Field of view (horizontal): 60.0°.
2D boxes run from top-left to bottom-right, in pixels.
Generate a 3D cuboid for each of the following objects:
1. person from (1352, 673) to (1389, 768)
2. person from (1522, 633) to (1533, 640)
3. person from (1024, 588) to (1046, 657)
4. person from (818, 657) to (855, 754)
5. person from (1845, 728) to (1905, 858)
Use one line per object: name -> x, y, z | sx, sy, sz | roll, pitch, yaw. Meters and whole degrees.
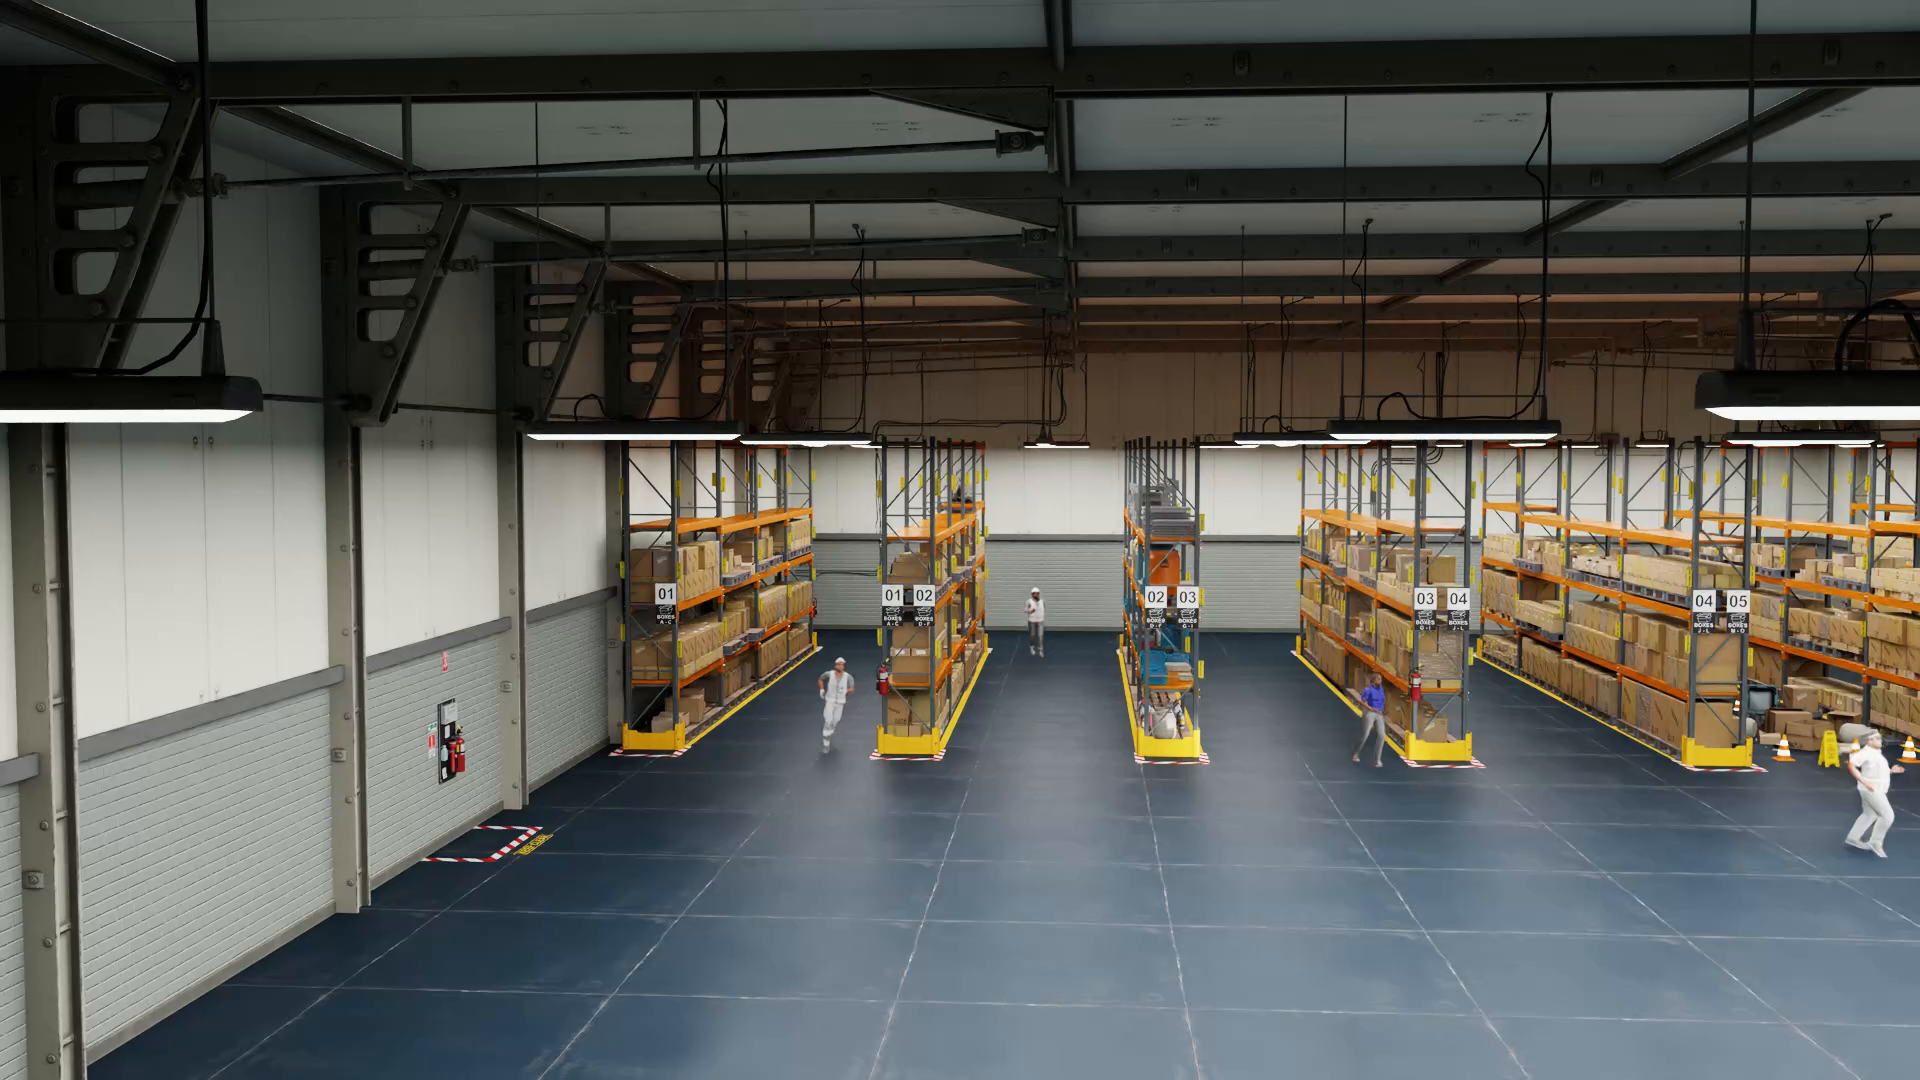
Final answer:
person -> 7.564, 3.291, 30.369 | 0.642, 1.676, 0.720 | -1, 3, -22
person -> 16.031, 2.342, 47.342 | 0.765, 1.682, 0.546 | -2, 3, -29
person -> 2.009, 2.168, 44.068 | 0.655, 1.810, 0.844 | 0, 3, -9
person -> -2.359, 3.146, 31.845 | 0.677, 1.819, 0.825 | -1, 3, -13
person -> 12.969, 3.584, 23.581 | 0.725, 1.844, 0.637 | 2, 4, 36
